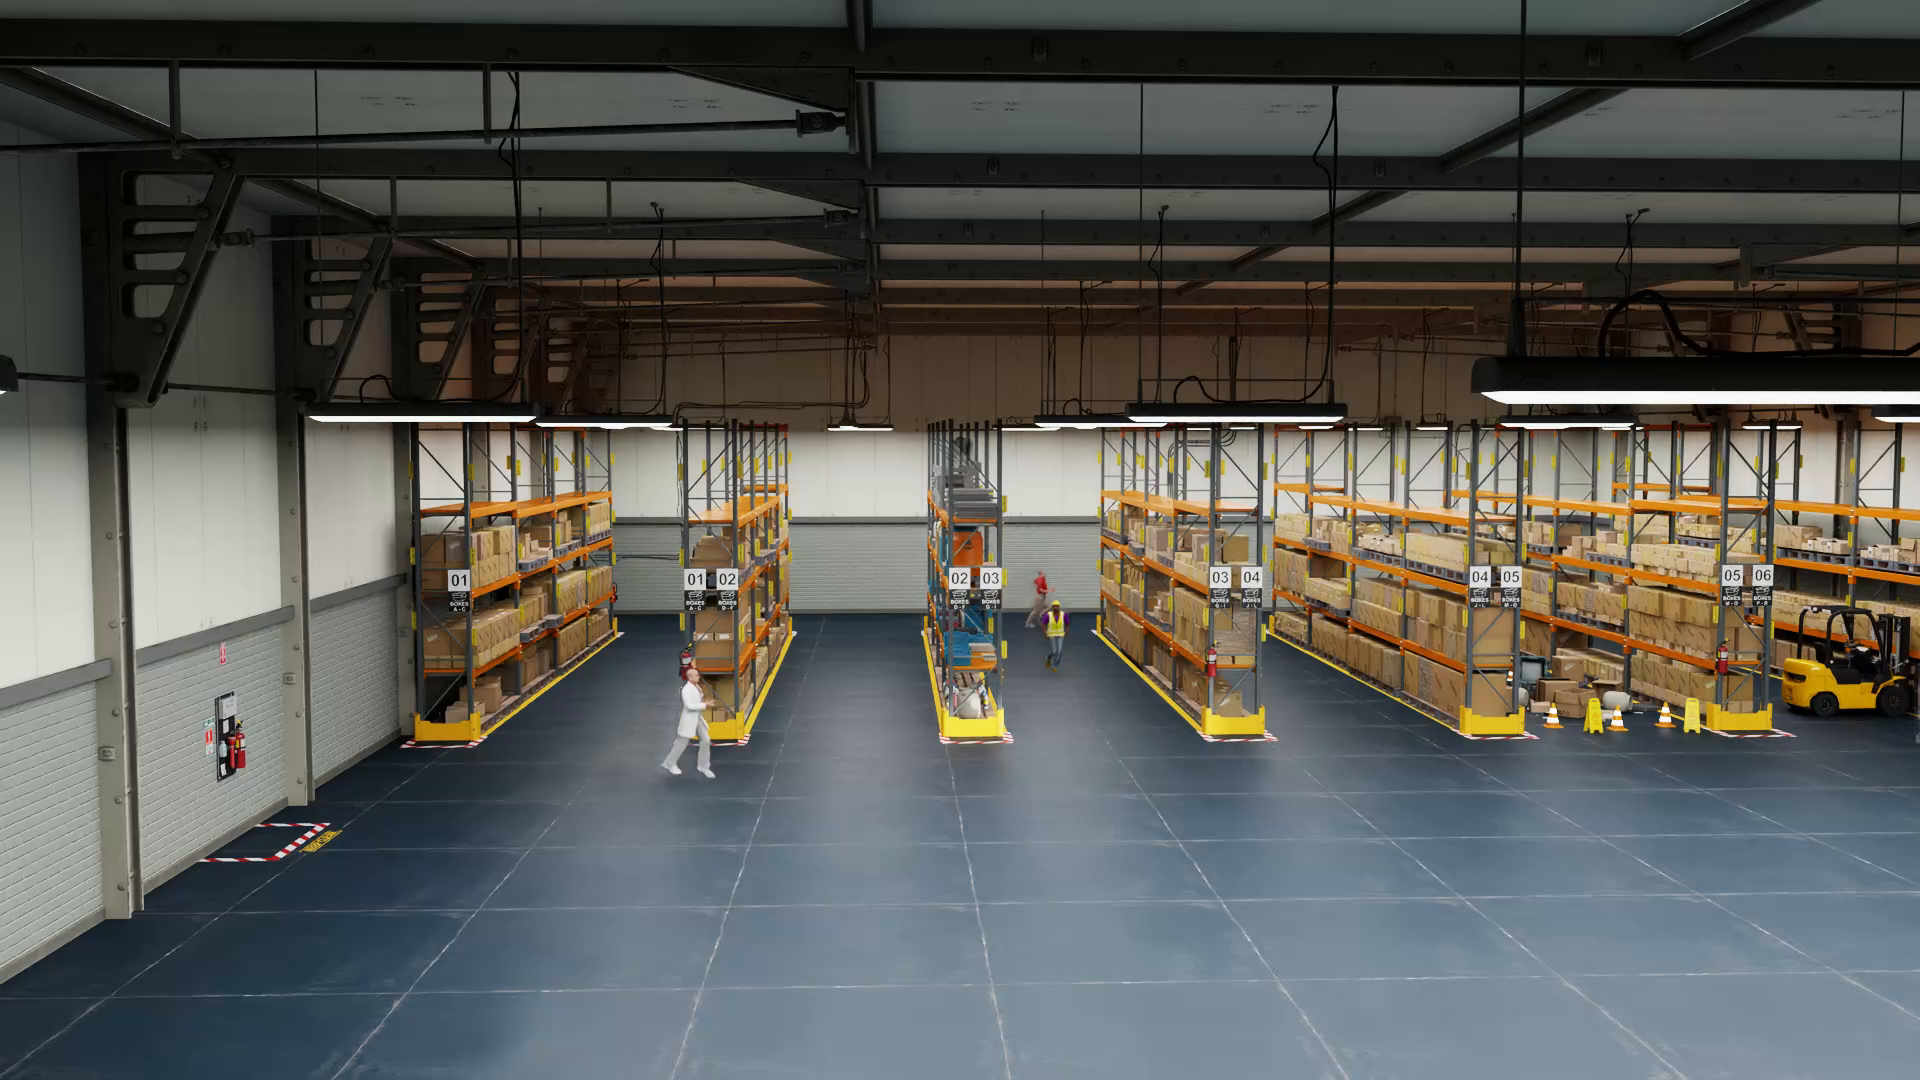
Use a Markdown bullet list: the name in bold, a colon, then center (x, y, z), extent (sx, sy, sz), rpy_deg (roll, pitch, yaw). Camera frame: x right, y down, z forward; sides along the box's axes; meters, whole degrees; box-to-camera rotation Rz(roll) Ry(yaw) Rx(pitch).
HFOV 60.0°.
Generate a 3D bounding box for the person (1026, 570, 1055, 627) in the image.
- **person**: center (2.382, 1.732, 48.958), extent (0.863, 1.708, 0.681), rpy_deg (1, 4, 12)

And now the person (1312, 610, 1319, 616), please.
- **person**: center (10.359, 1.793, 48.637), extent (0.492, 1.641, 0.628), rpy_deg (1, 4, 16)

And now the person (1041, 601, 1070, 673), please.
- **person**: center (2.314, 2.313, 39.831), extent (0.686, 1.731, 0.617), rpy_deg (0, 4, -8)

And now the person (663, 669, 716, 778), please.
- **person**: center (-4.497, 3.152, 27.663), extent (0.951, 1.643, 0.673), rpy_deg (1, 4, 16)
